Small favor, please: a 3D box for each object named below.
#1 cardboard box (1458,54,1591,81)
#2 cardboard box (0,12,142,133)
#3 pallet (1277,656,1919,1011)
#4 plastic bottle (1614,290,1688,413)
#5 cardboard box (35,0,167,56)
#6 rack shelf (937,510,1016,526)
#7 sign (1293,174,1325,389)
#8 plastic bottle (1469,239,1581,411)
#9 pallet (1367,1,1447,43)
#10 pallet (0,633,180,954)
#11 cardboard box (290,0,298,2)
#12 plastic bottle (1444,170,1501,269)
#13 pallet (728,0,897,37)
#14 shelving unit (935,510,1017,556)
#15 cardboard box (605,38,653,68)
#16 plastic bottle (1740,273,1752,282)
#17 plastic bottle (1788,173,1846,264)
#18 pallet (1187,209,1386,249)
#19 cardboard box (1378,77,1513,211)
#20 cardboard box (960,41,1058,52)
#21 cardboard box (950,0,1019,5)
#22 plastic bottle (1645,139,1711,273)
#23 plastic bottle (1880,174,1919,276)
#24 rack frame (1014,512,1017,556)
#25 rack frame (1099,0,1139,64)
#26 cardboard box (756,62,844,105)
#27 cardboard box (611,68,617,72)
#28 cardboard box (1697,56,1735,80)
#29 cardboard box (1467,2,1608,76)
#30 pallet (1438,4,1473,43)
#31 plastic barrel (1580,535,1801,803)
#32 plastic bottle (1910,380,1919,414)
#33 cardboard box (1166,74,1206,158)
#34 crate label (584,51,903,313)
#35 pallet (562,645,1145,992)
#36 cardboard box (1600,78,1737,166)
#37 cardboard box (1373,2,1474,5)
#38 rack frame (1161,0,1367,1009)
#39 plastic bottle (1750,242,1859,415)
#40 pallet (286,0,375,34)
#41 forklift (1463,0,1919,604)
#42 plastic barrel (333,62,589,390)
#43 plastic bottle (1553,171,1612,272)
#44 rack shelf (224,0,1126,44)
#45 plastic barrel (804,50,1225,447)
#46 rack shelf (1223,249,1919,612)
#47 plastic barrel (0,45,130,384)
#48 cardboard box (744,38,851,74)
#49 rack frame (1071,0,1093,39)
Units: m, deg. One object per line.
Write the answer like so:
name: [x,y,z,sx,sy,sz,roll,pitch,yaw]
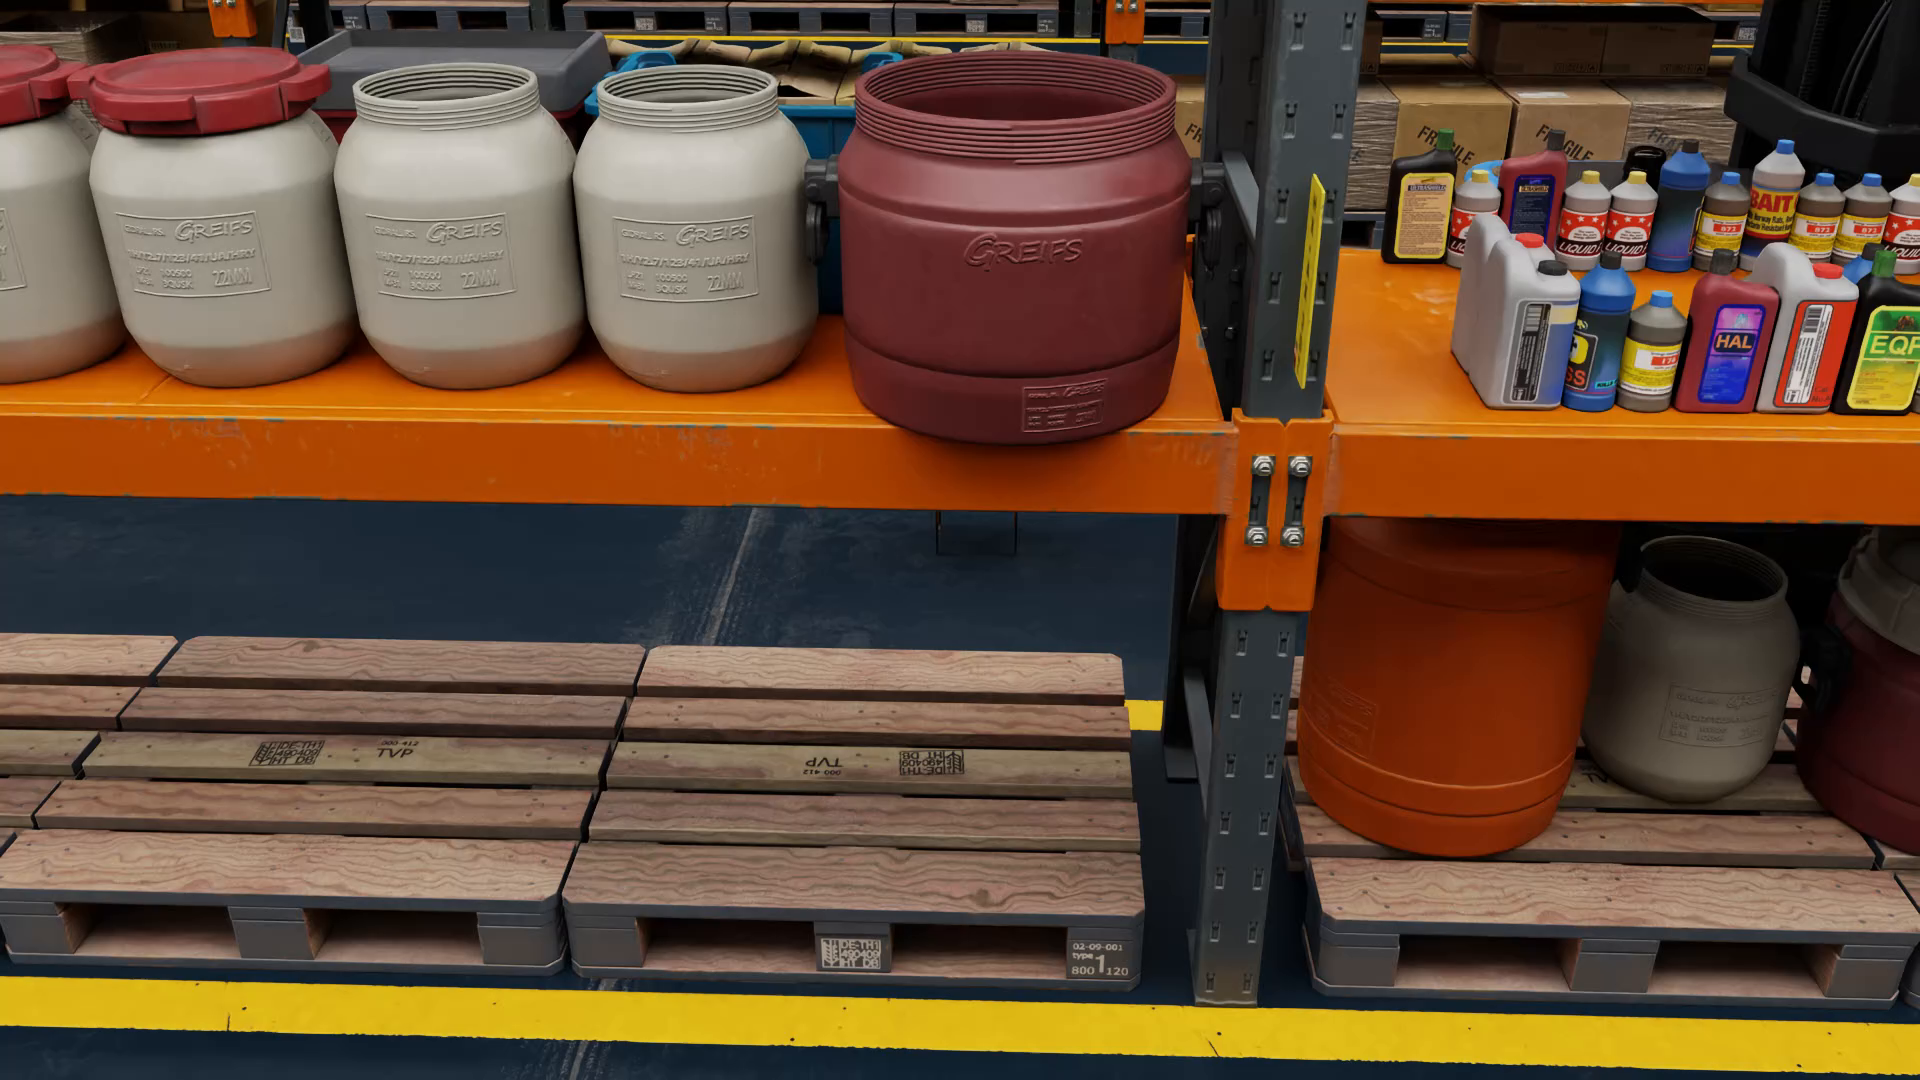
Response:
cardboard box: [2.730,-2.082,8.175,0.500,0.500,0.500,0,28,0]
cardboard box: [-4.223,-2.200,7.884,0.500,0.500,0.500,1,28,2]
pallet: [1.356,0.631,3.833,1.213,0.211,1.003,1,28,2]
plastic bottle: [1.199,-0.332,2.885,0.097,0.201,0.097,0,28,0]
cardboard box: [-4.205,-2.439,8.336,0.500,0.500,0.500,1,28,2]
rack shelf: [0.053,-0.208,5.138,0.240,0.259,0.215,1,28,2]
sign: [0.554,-0.409,2.644,0.005,0.325,0.100,1,28,2]
plastic bottle: [0.987,-0.381,2.898,0.135,0.276,0.152,1,28,2]
pallet: [2.917,-3.930,12.437,1.213,0.211,1.003,1,28,2]
pallet: [-2.645,0.567,3.956,1.213,0.211,1.003,1,28,2]
cardboard box: [-5.090,-4.355,12.462,0.500,0.500,0.700,-1,28,-1]
plastic bottle: [1.100,-0.689,3.559,0.097,0.201,0.097,0,28,0]
pallet: [-1.081,-4.034,12.635,1.213,0.211,1.003,1,28,2]
shelving unit: [0.053,-0.463,5.002,0.252,1.050,0.215,1,28,2]
cardboard box: [-1.819,-2.310,8.293,0.500,0.311,0.500,1,28,2]
plastic bottle: [1.435,-0.399,3.012,0.097,0.201,0.097,0,28,0]
plastic bottle: [1.817,-0.677,3.537,0.097,0.201,0.097,0,28,0]
pallet: [1.490,-1.650,8.138,1.213,0.211,1.003,1,28,2]
cardboard box: [2.214,-1.845,7.726,0.500,0.500,0.500,1,28,1]
cardboard box: [0.232,-2.277,8.232,0.500,0.311,0.500,2,28,4]
cardboard box: [0.194,-4.309,12.375,0.500,0.500,0.700,1,28,3]
plastic bottle: [1.525,-0.713,3.529,0.097,0.271,0.097,0,28,0]
plastic bottle: [2.012,-0.674,3.531,0.097,0.201,0.097,0,28,0]
rack frame: [0.175,-0.461,4.999,0.008,1.050,0.200,1,28,2]
rack frame: [0.745,-2.913,7.542,0.127,3.000,1.000,1,28,2]
cardboard box: [-0.811,-2.040,7.784,0.500,0.311,0.500,1,28,1]
cardboard box: [-1.831,-2.055,7.813,0.500,0.311,0.500,0,28,0]
cardboard box: [3.734,-2.062,8.136,0.500,0.500,0.500,1,28,3]
cardboard box: [2.767,-2.414,8.000,0.500,0.250,0.500,0,28,1]
pallet: [4.140,-3.911,12.402,1.213,0.211,1.003,1,28,2]
plastic barrel: [1.623,0.287,3.714,0.421,0.512,0.421,0,28,0]
plastic bottle: [1.698,-0.323,2.869,0.097,0.201,0.097,0,28,0]
cardboard box: [1.190,-1.861,7.758,0.500,0.500,0.500,2,28,4]
crate label: [-0.417,-0.753,3.430,0.616,0.435,0.502,1,28,2]
pallet: [-0.207,0.607,3.880,1.213,0.211,1.003,1,28,2]
cardboard box: [3.244,-1.831,7.701,0.500,0.500,0.500,1,28,2]
cardboard box: [3.371,-4.364,12.127,0.750,0.750,0.750,2,28,3]
rack frame: [0.566,-0.594,3.168,0.127,3.000,1.000,1,28,2]
plastic bottle: [1.450,-0.373,2.884,0.135,0.276,0.152,1,28,2]
pallet: [-4.977,-4.079,12.719,1.213,0.211,1.003,1,28,2]
forklift: [3.063,-1.300,4.573,3.031,2.935,1.130,1,28,1]
plastic barrel: [-0.890,-0.567,2.999,0.421,0.512,0.421,0,28,0]
plastic bottle: [1.331,-0.685,3.552,0.097,0.201,0.097,0,28,0]
rack shelf: [-1.254,-2.628,7.773,4.000,0.370,1.077,1,28,2]
plastic barrel: [0.092,-0.520,2.883,0.708,0.536,0.600,1,28,2]
rack shelf: [2.565,-0.243,3.274,4.000,0.370,1.077,1,28,2]
plastic barrel: [-1.750,-0.590,3.015,0.433,0.535,0.433,0,28,0]
cardboard box: [-0.803,-2.291,8.258,0.500,0.311,0.500,0,28,0]
rack frame: [0.916,-5.231,11.916,0.127,3.000,1.000,1,28,2]
